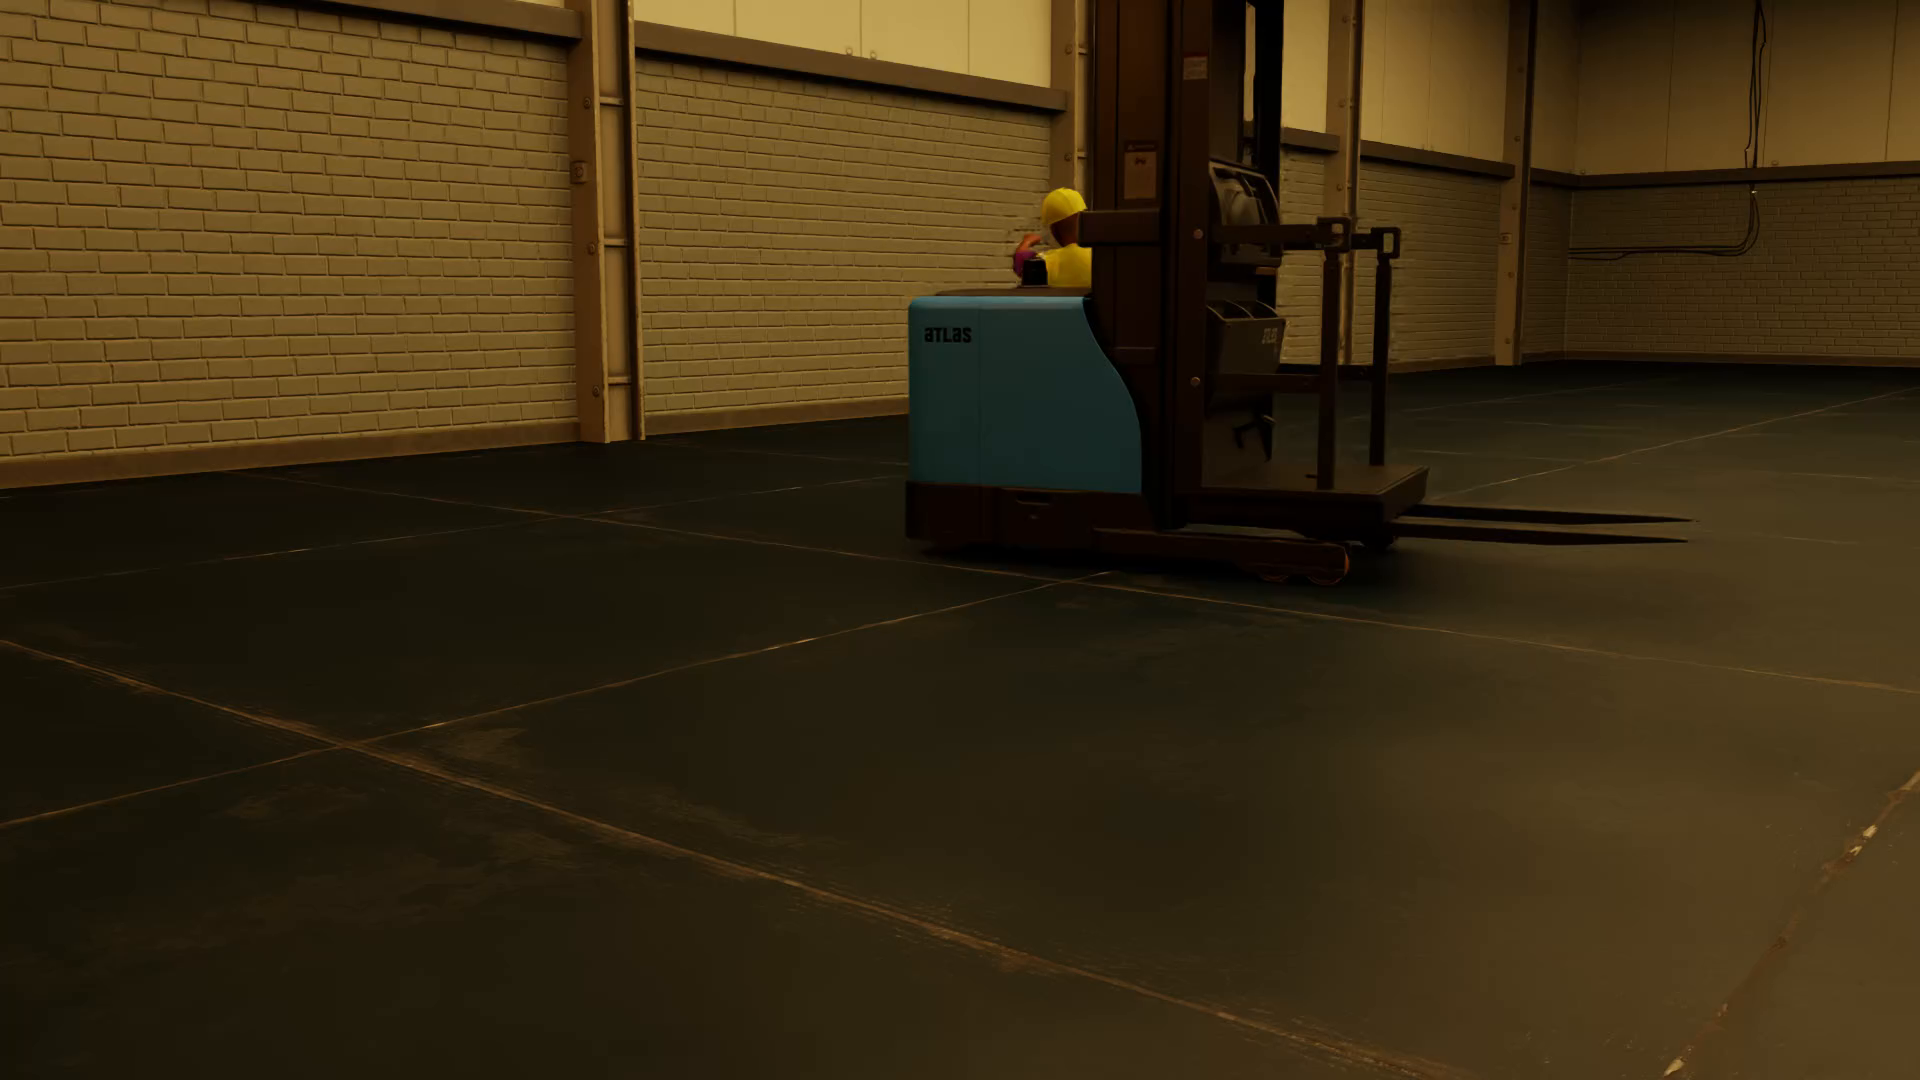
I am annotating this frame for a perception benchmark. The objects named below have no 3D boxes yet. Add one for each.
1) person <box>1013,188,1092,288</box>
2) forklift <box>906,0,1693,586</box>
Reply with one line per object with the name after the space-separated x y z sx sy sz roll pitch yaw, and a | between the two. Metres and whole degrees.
0.690 -0.872 8.117 1.162 1.635 0.723 5 9 29 | person
1.331 -1.364 6.605 3.031 2.935 1.130 4 9 25 | forklift
